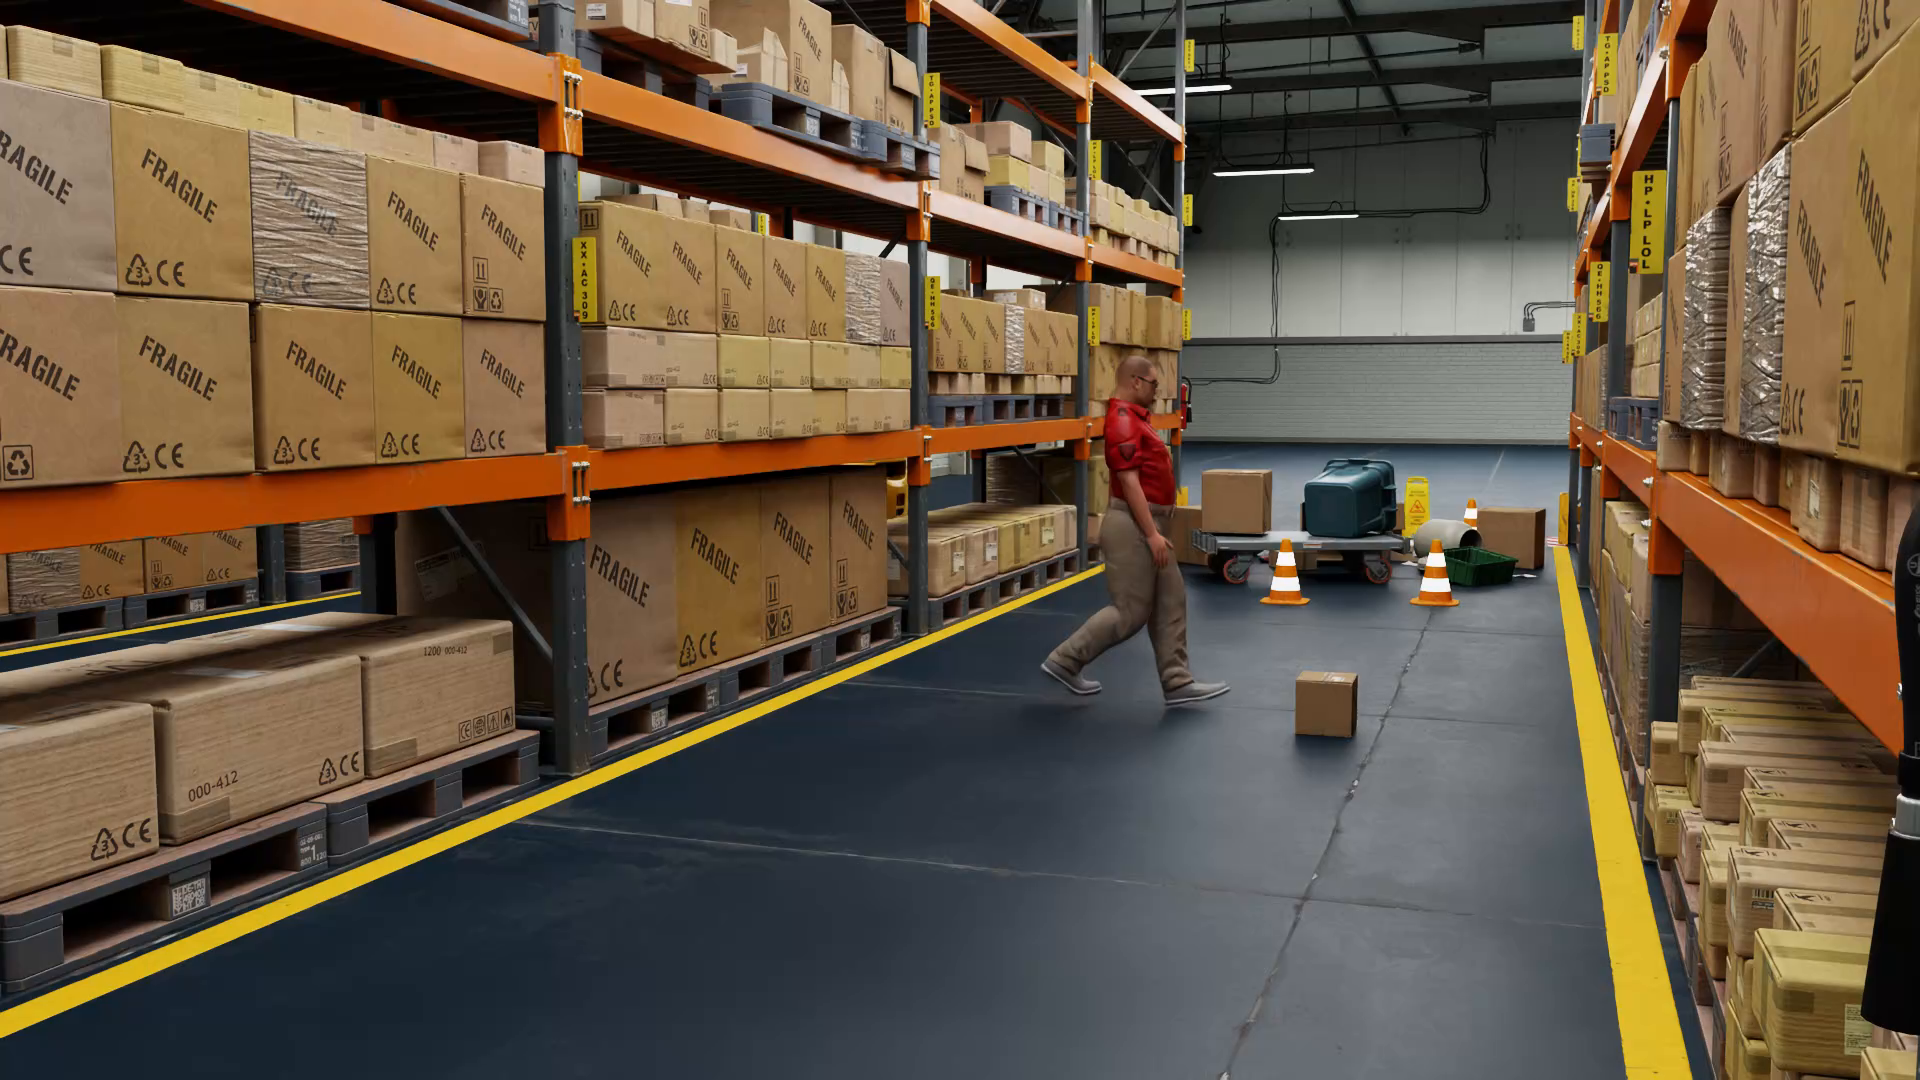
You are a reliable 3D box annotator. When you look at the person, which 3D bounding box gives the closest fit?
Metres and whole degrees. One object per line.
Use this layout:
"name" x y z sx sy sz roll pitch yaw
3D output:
"person" 0.853 -0.034 8.005 0.905 1.699 0.582 1 5 12
